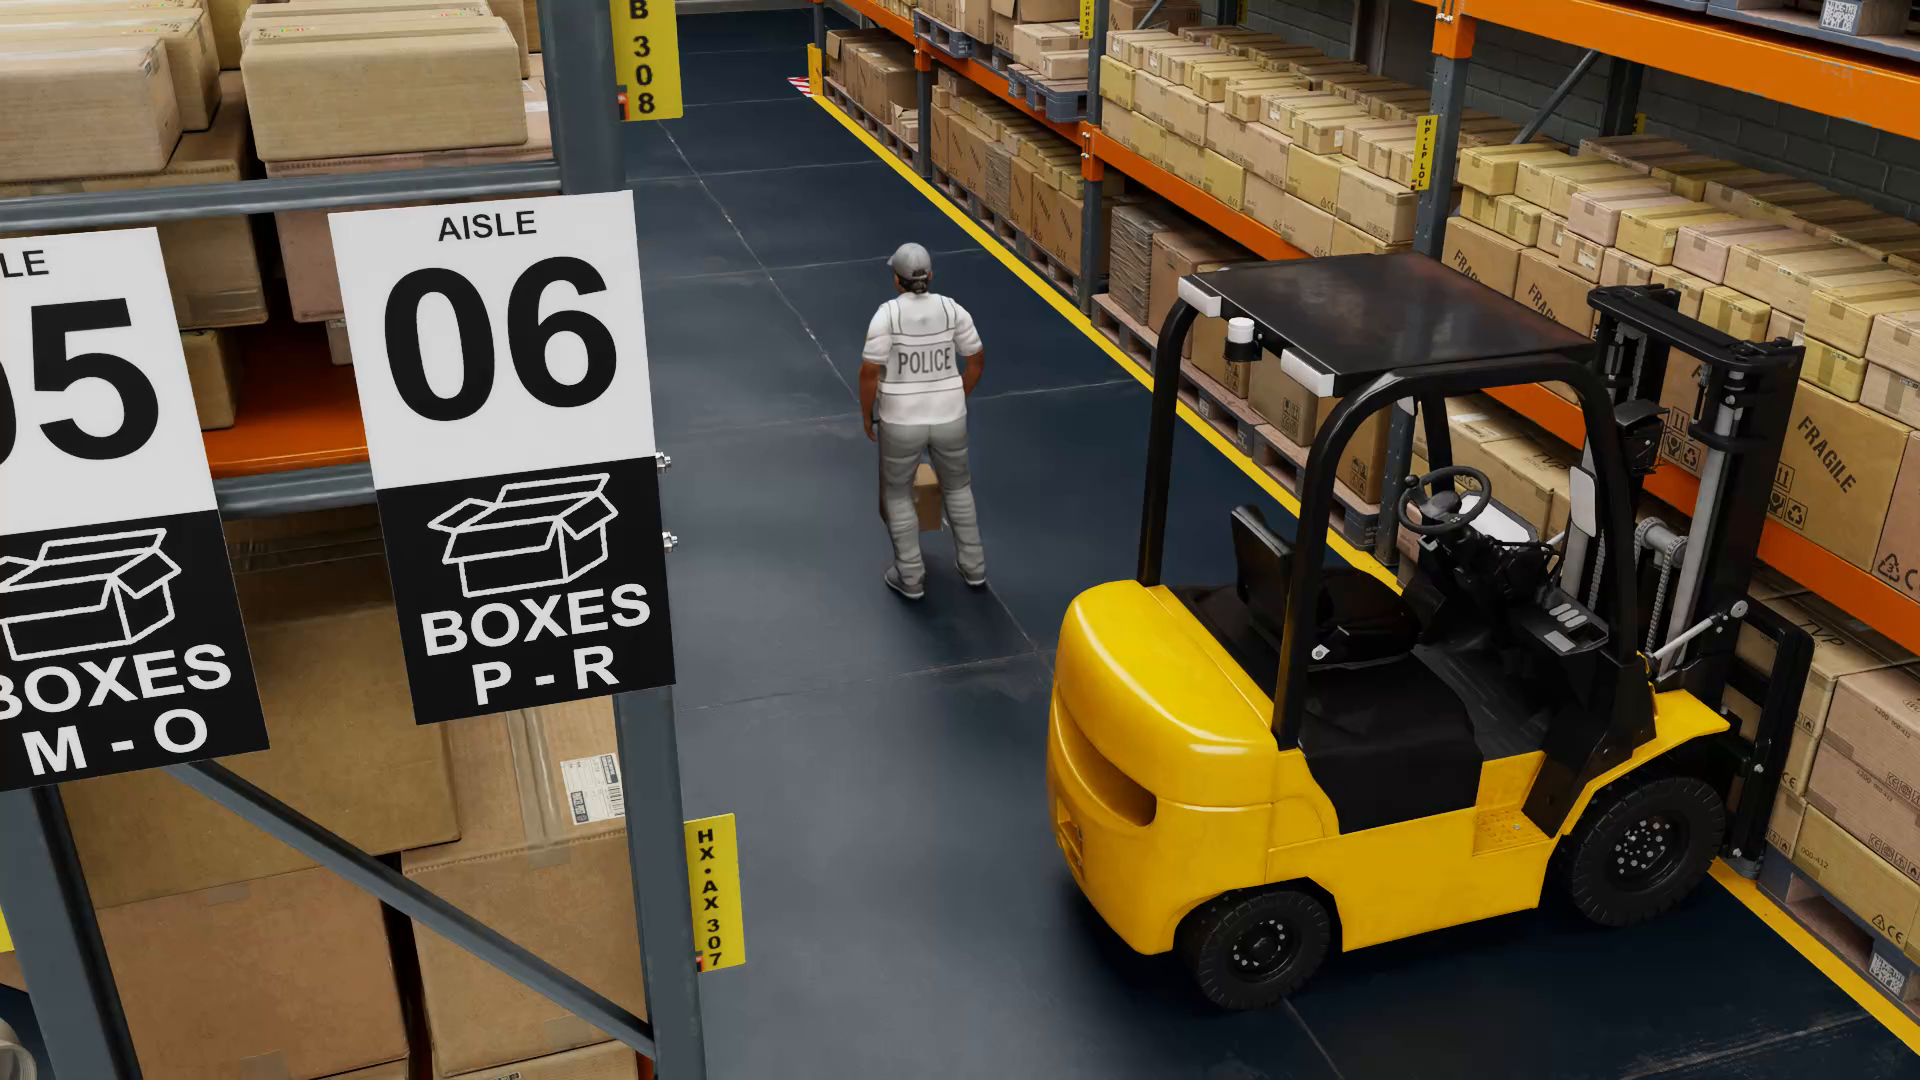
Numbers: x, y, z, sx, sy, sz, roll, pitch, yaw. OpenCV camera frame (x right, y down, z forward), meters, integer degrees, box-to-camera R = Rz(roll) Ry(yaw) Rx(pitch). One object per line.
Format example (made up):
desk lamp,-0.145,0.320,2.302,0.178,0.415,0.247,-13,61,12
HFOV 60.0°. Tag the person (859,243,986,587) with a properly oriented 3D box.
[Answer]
person,-0.184,-0.597,7.756,0.606,1.566,0.501,-9,28,-17
